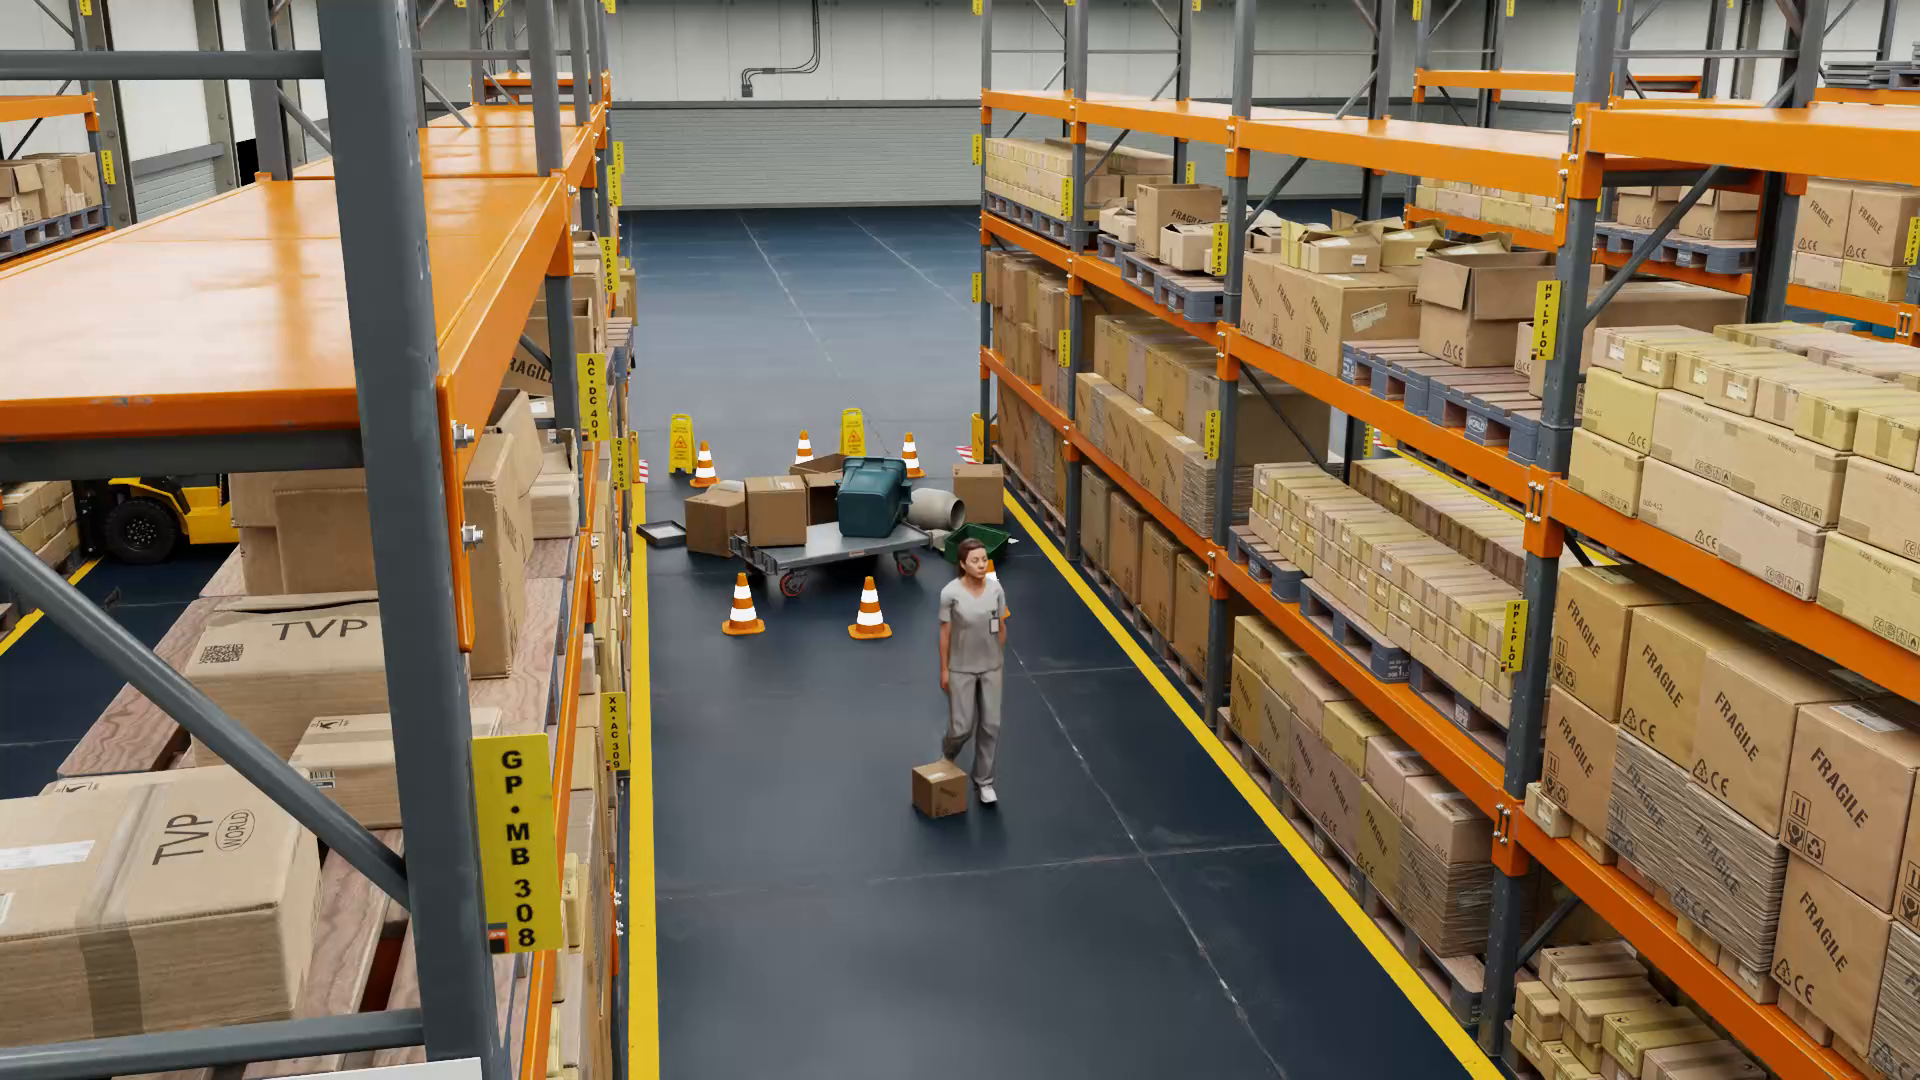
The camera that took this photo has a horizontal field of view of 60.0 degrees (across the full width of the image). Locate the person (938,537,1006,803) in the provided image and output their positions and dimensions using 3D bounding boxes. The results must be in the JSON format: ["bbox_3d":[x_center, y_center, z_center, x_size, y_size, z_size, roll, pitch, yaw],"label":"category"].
[{"bbox_3d":[0.079,0.784,10.294,0.440,1.660,0.526,-6,17,-19],"label":"person"}]
